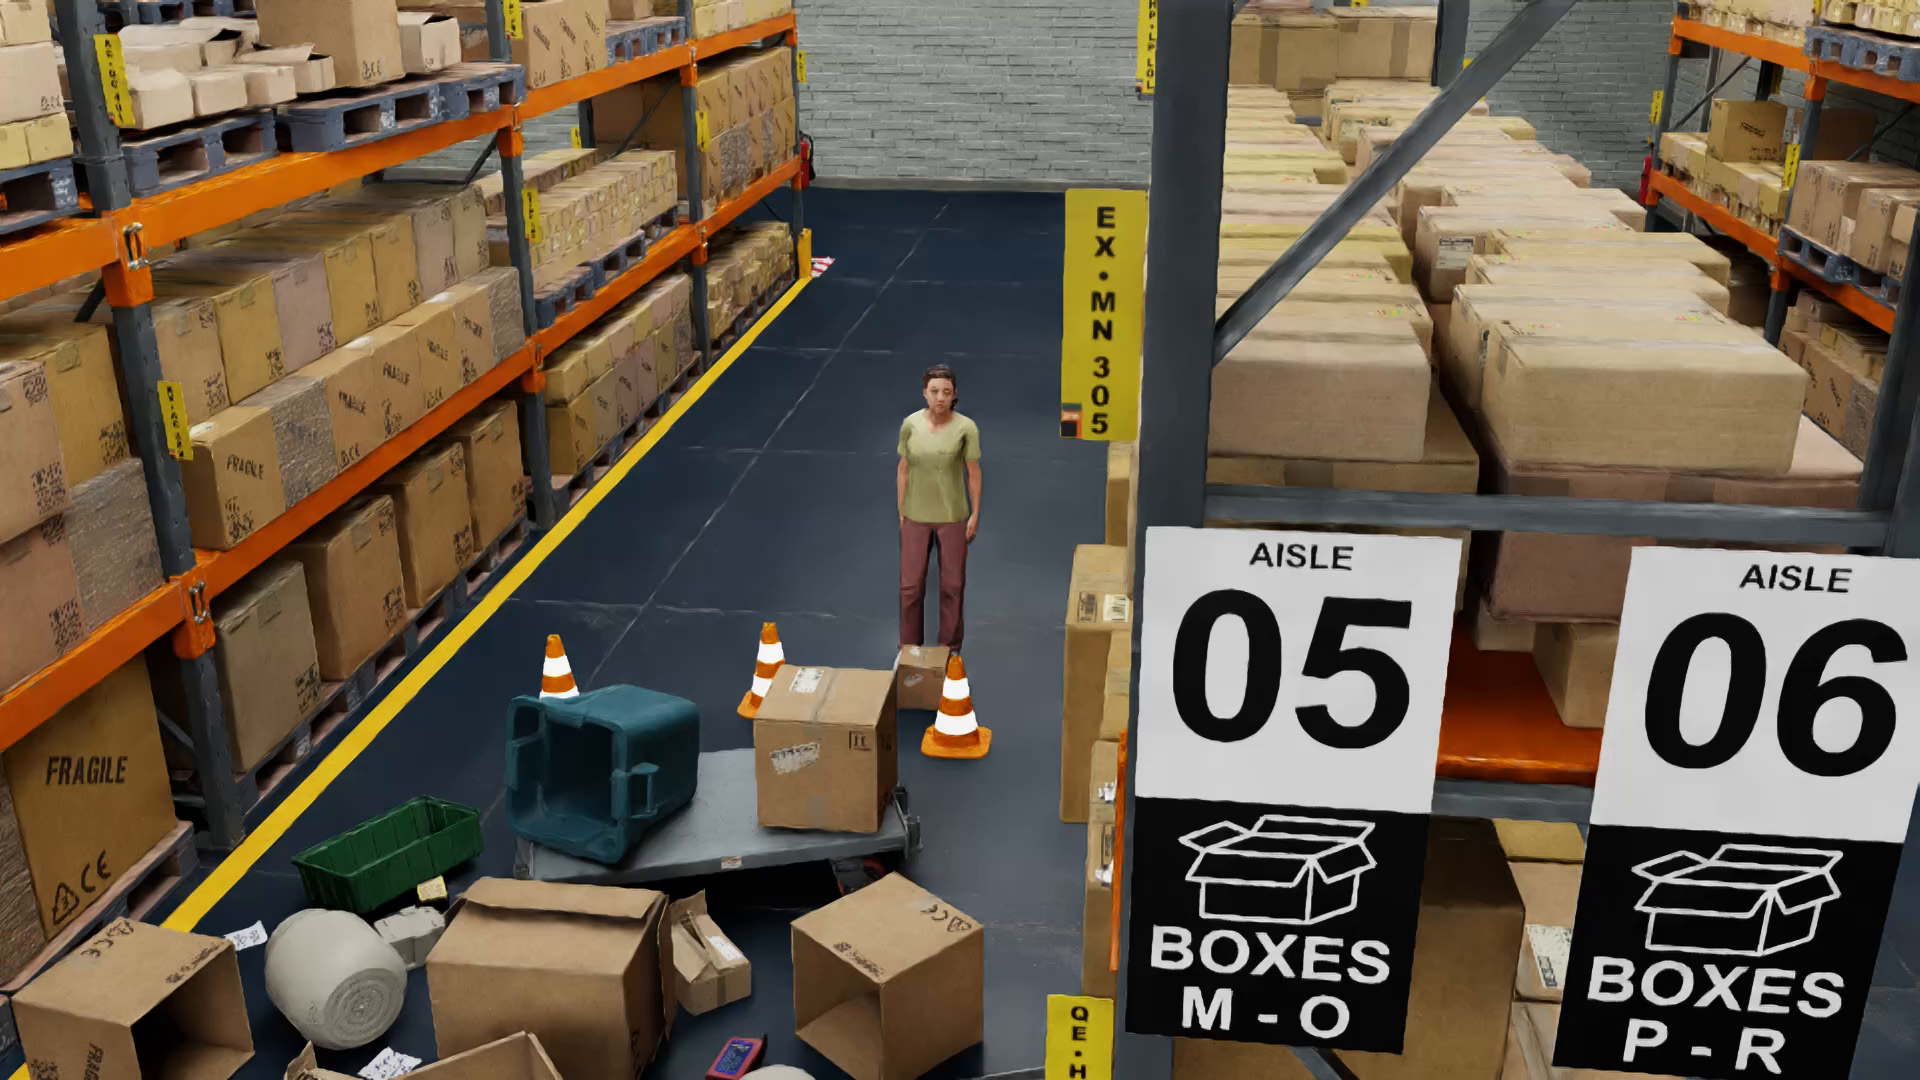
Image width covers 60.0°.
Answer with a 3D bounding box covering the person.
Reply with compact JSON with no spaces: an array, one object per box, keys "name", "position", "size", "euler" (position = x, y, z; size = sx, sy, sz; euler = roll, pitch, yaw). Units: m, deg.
[{"name":"person","position":[-0.120,-0.107,8.870],"size":[0.462,1.669,0.404],"euler":[3,21,7]}]
